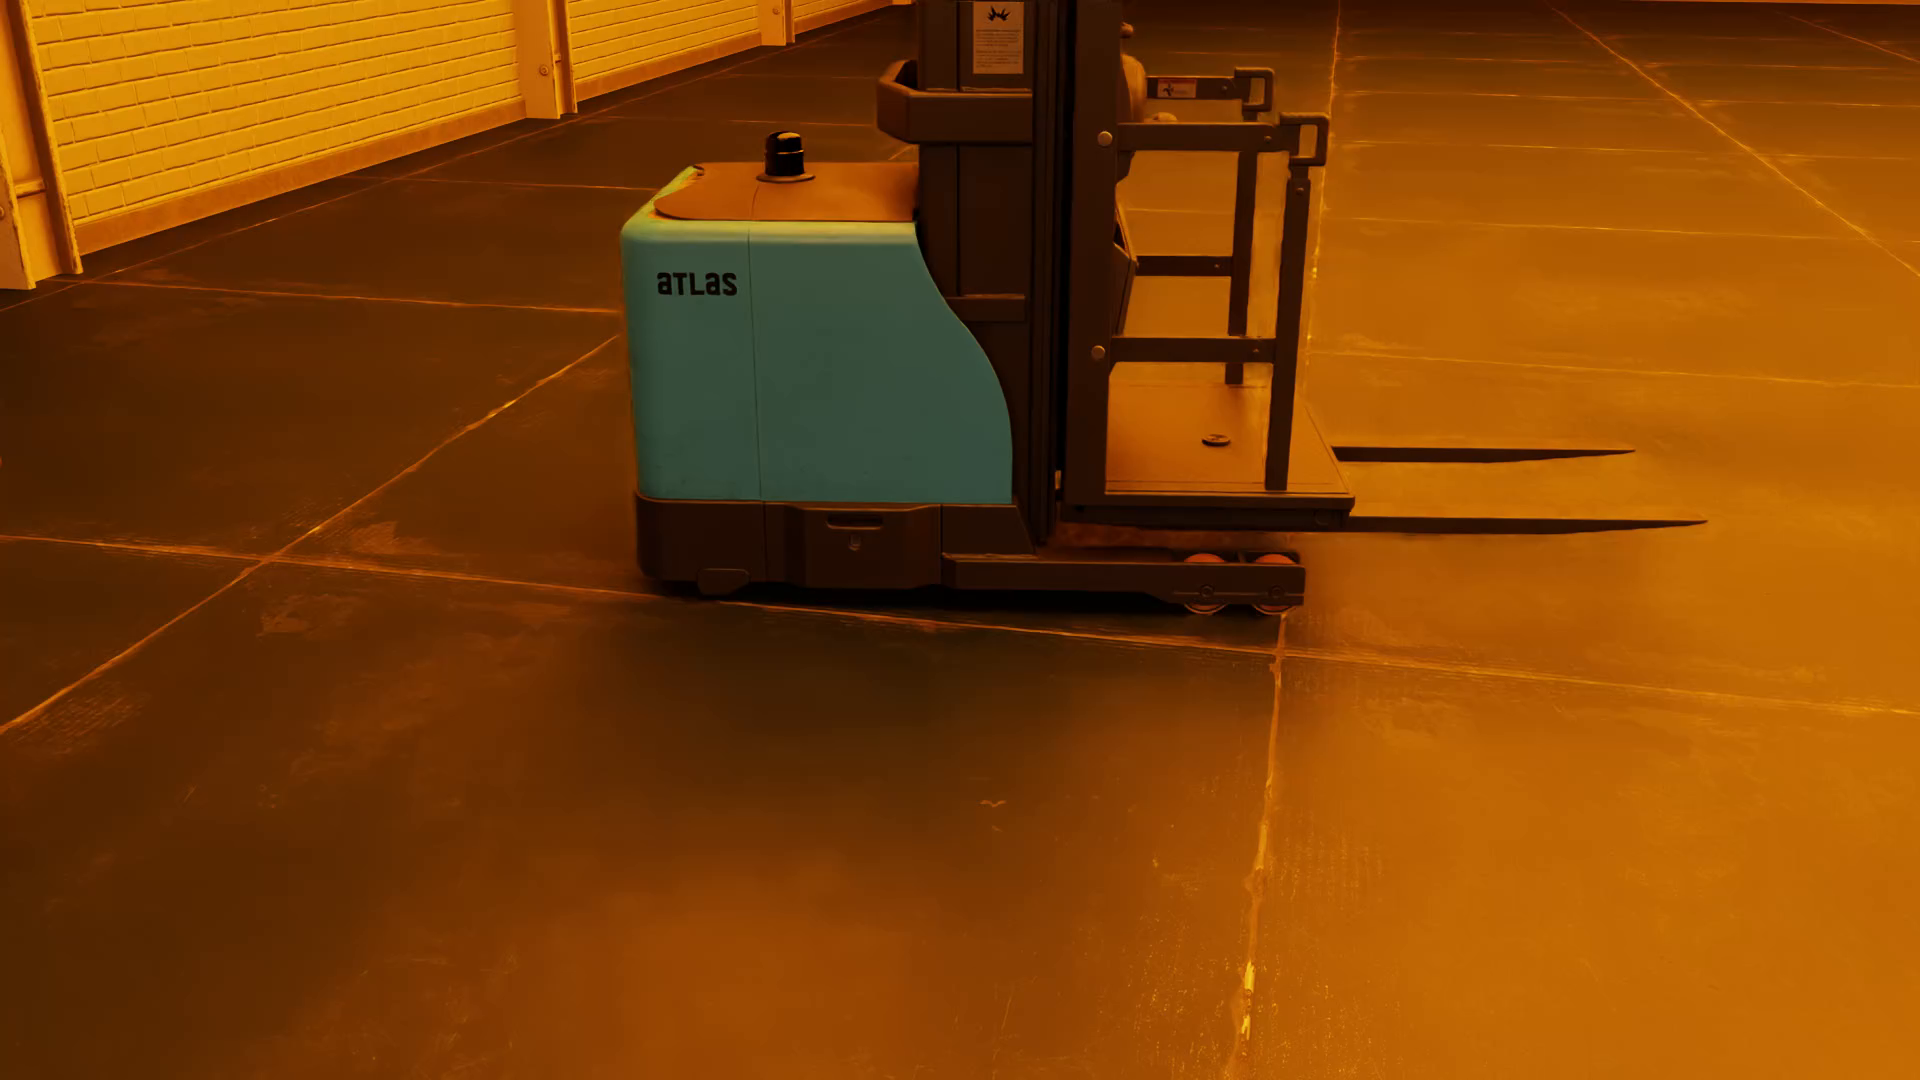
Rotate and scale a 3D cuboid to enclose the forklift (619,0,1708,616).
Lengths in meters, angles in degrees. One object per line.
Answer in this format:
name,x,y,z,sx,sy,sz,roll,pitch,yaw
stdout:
forklift,0.613,-1.353,4.584,3.031,2.935,1.130,1,22,2
